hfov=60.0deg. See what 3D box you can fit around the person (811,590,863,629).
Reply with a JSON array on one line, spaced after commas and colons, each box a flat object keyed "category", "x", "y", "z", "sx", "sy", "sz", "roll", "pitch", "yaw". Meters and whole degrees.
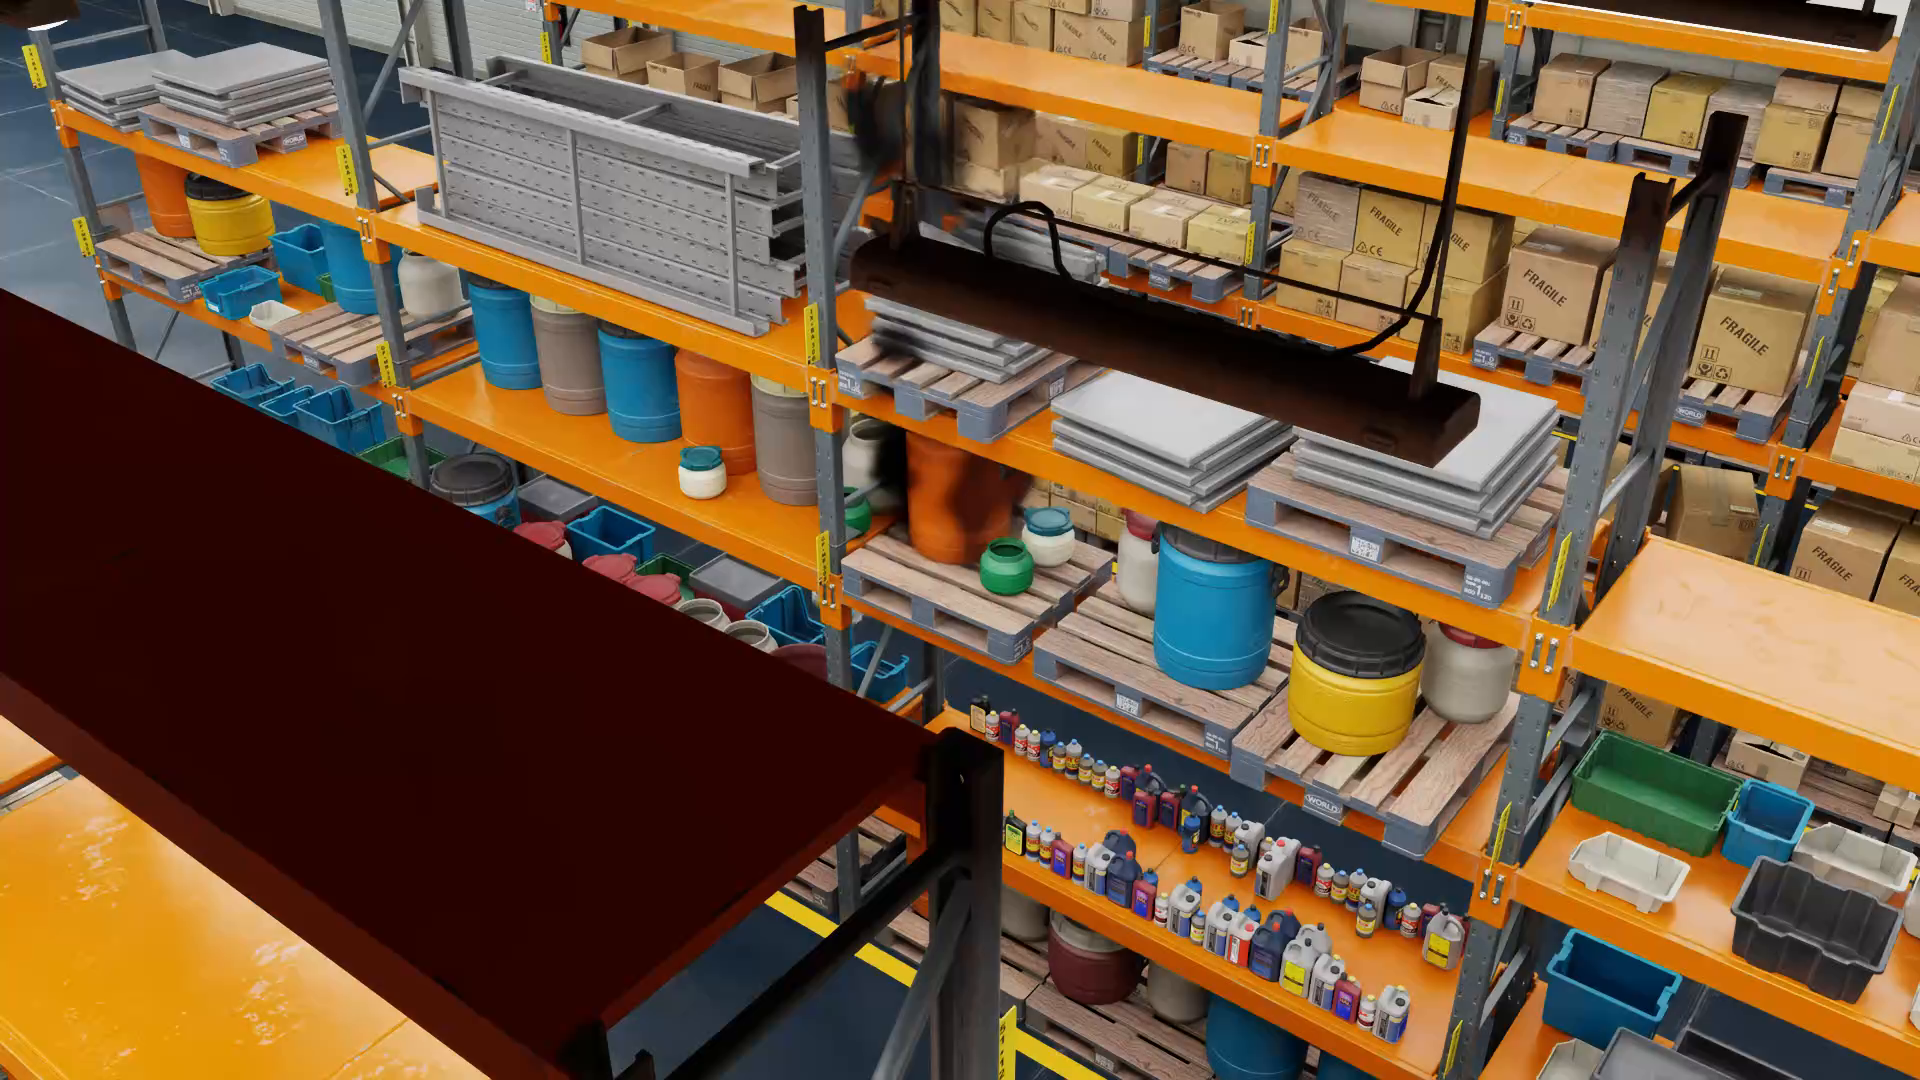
[{"category": "person", "x": -0.907, "y": 0.607, "z": 12.768, "sx": 0.676, "sy": 1.589, "sz": 0.510, "roll": 17, "pitch": 35, "yaw": 26}]
